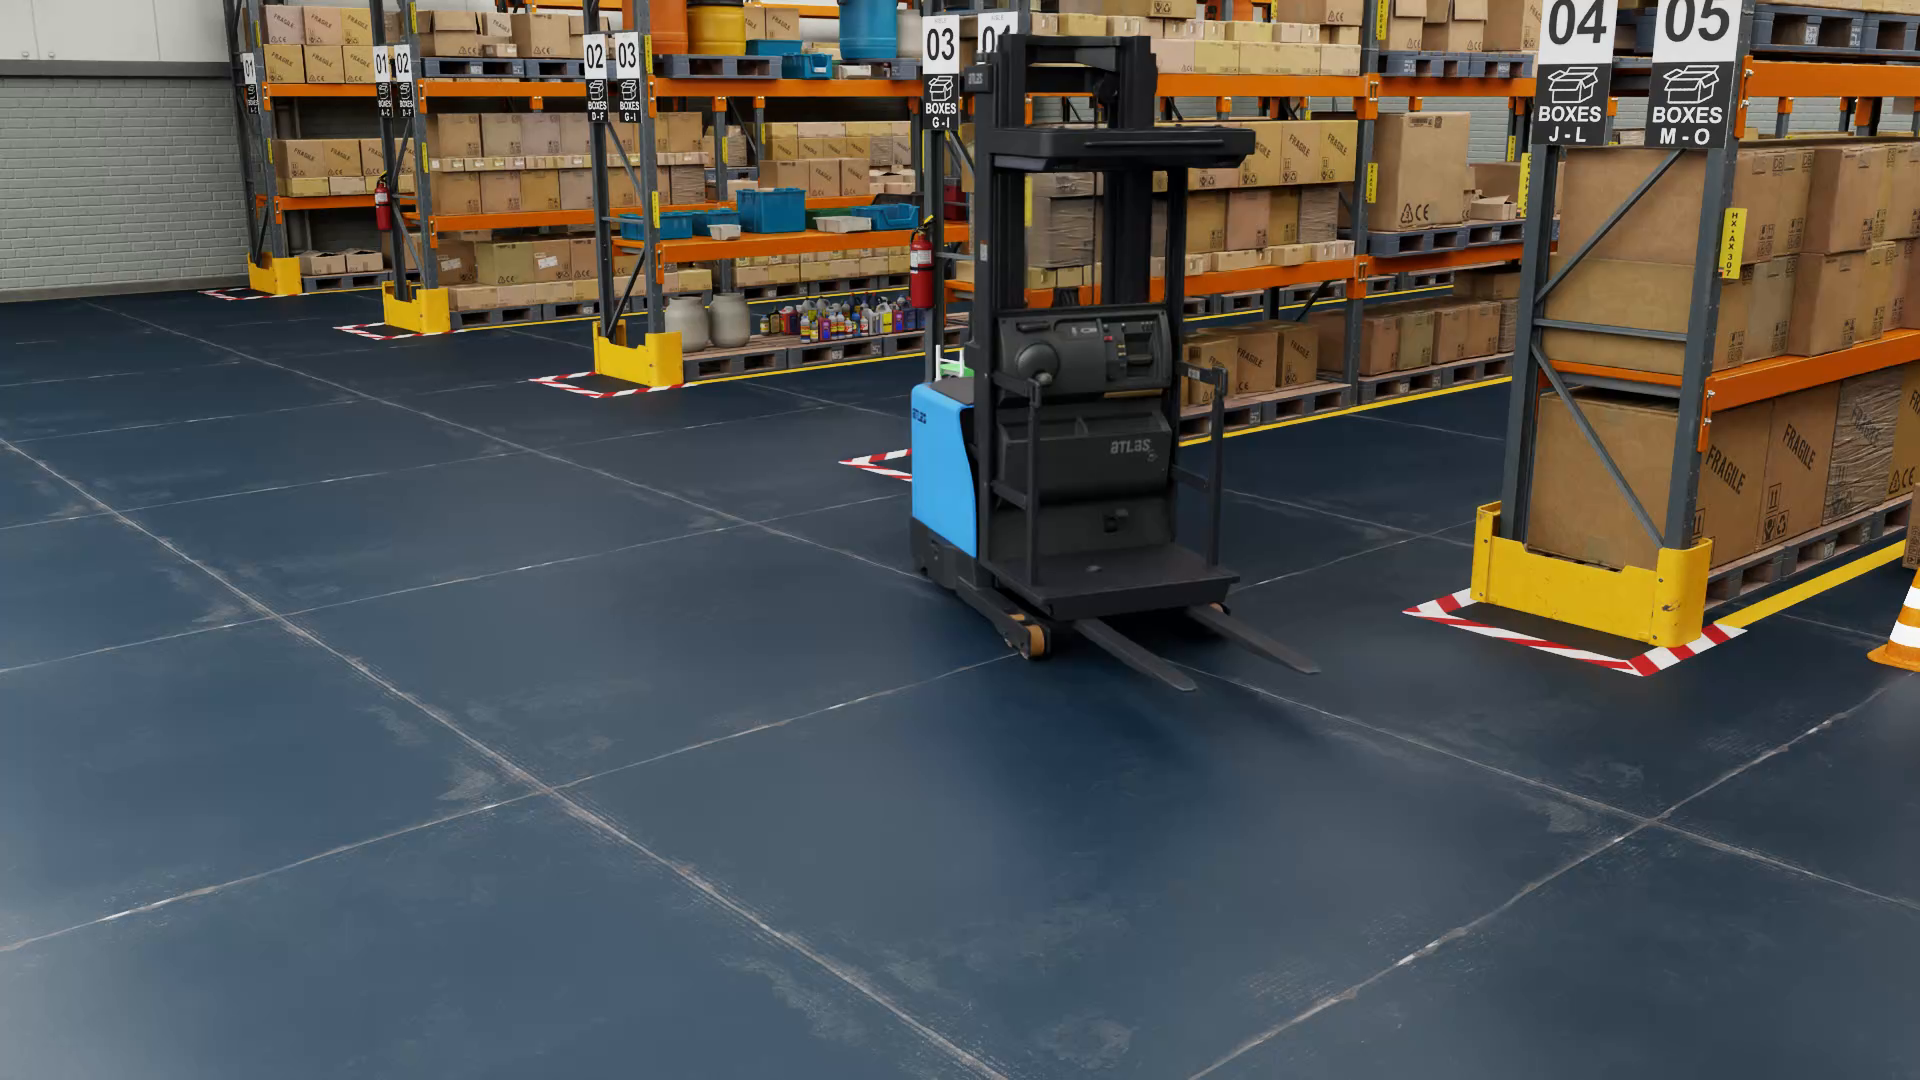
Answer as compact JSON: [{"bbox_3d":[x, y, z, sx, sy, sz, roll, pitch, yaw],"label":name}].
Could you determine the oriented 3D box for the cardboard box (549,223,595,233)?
[{"bbox_3d":[-6.086,-4.739,26.172,0.500,0.500,0.700,-12,19,-38],"label":"cardboard box"}]

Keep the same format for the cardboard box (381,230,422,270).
[{"bbox_3d":[-8.051,-4.245,24.319,0.500,0.500,0.700,-14,21,-43],"label":"cardboard box"}]

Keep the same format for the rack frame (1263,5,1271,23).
[{"bbox_3d":[5.677,-9.574,28.655,0.127,3.000,1.000,-13,19,-39],"label":"rack frame"}]

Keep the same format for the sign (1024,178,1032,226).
[{"bbox_3d":[0.463,-2.349,11.553,0.005,0.325,0.100,-13,19,-39],"label":"sign"}]

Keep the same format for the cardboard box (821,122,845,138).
[{"bbox_3d":[-2.322,-7.051,28.574,0.500,0.250,0.500,-12,19,-39],"label":"cardboard box"}]

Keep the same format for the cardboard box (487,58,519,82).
[{"bbox_3d":[-6.851,-6.980,24.522,0.500,0.500,0.500,-12,19,-38],"label":"cardboard box"}]

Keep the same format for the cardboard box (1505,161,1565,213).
[{"bbox_3d":[5.761,-3.543,16.695,0.500,0.500,0.500,13,20,40],"label":"cardboard box"}]

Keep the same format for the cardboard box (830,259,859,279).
[{"bbox_3d":[-1.749,-3.798,23.170,0.500,0.250,0.500,-12,19,-38],"label":"cardboard box"}]

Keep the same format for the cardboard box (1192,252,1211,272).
[{"bbox_3d":[1.775,-2.220,13.235,0.250,0.149,0.380,-13,19,-39],"label":"cardboard box"}]

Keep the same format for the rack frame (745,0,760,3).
[{"bbox_3d":[-3.613,-9.183,27.190,0.127,3.000,1.000,-13,19,-39],"label":"rack frame"}]

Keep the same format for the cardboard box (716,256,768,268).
[{"bbox_3d":[-2.900,-3.810,22.128,0.500,0.311,0.500,-13,19,-39],"label":"cardboard box"}]

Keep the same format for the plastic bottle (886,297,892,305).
[{"bbox_3d":[-0.811,-2.529,18.315,0.133,0.283,0.061,-13,19,-39],"label":"plastic bottle"}]

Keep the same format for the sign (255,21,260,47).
[{"bbox_3d":[-9.292,-6.695,21.995,0.005,0.325,0.100,-13,19,-39],"label":"sign"}]

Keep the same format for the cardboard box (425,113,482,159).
[{"bbox_3d":[-5.993,-4.726,19.422,0.500,0.500,0.700,-13,19,-39],"label":"cardboard box"}]

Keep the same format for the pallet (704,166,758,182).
[{"bbox_3d":[-4.081,-6.050,27.459,1.003,0.211,1.213,-13,19,-39],"label":"pallet"}]

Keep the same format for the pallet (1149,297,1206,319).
[{"bbox_3d":[2.281,-2.885,20.640,1.213,0.211,1.003,-13,19,-39],"label":"pallet"}]

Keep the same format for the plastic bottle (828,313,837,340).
[{"bbox_3d":[-1.314,-2.199,17.105,0.097,0.271,0.097,0,15,0],"label":"plastic bottle"}]

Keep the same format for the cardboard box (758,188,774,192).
[{"bbox_3d":[-2.573,-4.632,22.264,0.250,0.149,0.380,-13,19,-39],"label":"cardboard box"}]

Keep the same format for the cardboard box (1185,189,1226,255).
[{"bbox_3d":[1.629,-2.583,13.336,0.500,0.500,0.875,-13,19,-39],"label":"cardboard box"}]

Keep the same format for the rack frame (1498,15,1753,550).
[{"bbox_3d":[3.286,-1.053,8.381,0.127,3.000,1.000,-13,19,-39],"label":"rack frame"}]

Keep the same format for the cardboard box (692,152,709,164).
[{"bbox_3d":[-3.440,-4.917,21.394,0.250,0.149,0.380,-13,20,-39],"label":"cardboard box"}]

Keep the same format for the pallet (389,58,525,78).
[{"bbox_3d":[-5.843,-5.486,19.336,1.213,0.211,1.003,-13,19,-39],"label":"pallet"}]

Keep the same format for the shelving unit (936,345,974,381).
[{"bbox_3d":[0.125,-0.608,10.200,0.503,1.200,0.258,-13,19,-39],"label":"shelving unit"}]

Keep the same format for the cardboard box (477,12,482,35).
[{"bbox_3d":[-7.239,-7.364,24.023,0.500,0.500,0.500,-11,19,-36],"label":"cardboard box"}]

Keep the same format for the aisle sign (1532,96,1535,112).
[{"bbox_3d":[8.785,-7.037,25.743,0.004,0.787,0.394,-13,19,-39],"label":"aisle sign"}]

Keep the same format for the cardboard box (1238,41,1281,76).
[{"bbox_3d":[2.170,-3.788,13.099,0.500,0.250,0.500,-13,20,-40],"label":"cardboard box"}]

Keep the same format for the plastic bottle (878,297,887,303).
[{"bbox_3d":[-0.881,-2.546,18.393,0.135,0.276,0.152,-12,19,-37],"label":"plastic bottle"}]

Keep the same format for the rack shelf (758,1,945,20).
[{"bbox_3d":[-2.104,-8.981,28.602,4.000,0.370,1.077,-13,19,-39],"label":"rack shelf"}]

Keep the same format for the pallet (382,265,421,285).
[{"bbox_3d":[-8.035,-3.931,24.557,1.213,0.211,1.003,-13,19,-39],"label":"pallet"}]

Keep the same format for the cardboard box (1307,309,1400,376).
[{"bbox_3d":[3.602,-1.818,15.236,0.700,0.500,0.500,14,21,43],"label":"cardboard box"}]

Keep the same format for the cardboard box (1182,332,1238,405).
[{"bbox_3d":[1.952,-1.430,13.821,0.500,0.500,0.500,14,20,42],"label":"cardboard box"}]

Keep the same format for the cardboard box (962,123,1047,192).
[{"bbox_3d":[0.359,-2.852,12.408,0.500,0.500,0.500,-13,19,-39],"label":"cardboard box"}]

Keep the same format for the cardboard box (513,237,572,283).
[{"bbox_3d":[-5.098,-3.422,20.309,0.500,0.500,0.500,-13,19,-39],"label":"cardboard box"}]

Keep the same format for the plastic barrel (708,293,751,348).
[{"bbox_3d":[-2.320,-2.212,16.727,0.421,0.512,0.421,0,15,0],"label":"plastic barrel"}]

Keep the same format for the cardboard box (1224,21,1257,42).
[{"bbox_3d":[2.078,-3.947,12.921,0.250,0.149,0.380,-12,19,-37],"label":"cardboard box"}]

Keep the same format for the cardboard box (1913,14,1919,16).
[{"bbox_3d":[5.088,-2.927,9.063,0.250,0.149,0.380,-13,20,-40],"label":"cardboard box"}]

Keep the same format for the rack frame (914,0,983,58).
[{"bbox_3d":[-0.127,-6.576,17.432,0.127,3.000,1.000,-13,19,-39],"label":"rack frame"}]

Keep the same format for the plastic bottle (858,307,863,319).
[{"bbox_3d":[-1.008,-2.319,17.532,0.133,0.283,0.061,-13,19,-39],"label":"plastic bottle"}]

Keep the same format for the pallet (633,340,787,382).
[{"bbox_3d":[-2.502,-1.812,16.623,1.213,0.211,1.003,-13,19,-39],"label":"pallet"}]

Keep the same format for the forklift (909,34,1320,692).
[{"bbox_3d":[0.713,-0.960,8.164,1.130,2.935,3.031,-6,16,-20],"label":"forklift"}]

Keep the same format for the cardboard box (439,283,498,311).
[{"bbox_3d":[-5.843,-2.887,19.761,0.500,0.250,0.500,-13,19,-39],"label":"cardboard box"}]

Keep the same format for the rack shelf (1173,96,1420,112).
[{"bbox_3d":[4.399,-5.796,21.717,4.000,0.370,1.077,-13,19,-39],"label":"rack shelf"}]

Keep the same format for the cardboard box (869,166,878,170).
[{"bbox_3d":[-1.652,-6.531,29.336,0.250,0.149,0.380,-13,20,-41],"label":"cardboard box"}]

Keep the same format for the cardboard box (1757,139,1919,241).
[{"bbox_3d":[5.167,-2.089,9.874,0.550,0.550,0.875,-13,19,-39],"label":"cardboard box"}]

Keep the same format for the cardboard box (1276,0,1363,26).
[{"bbox_3d":[2.952,-4.470,13.622,0.500,0.500,0.500,-13,20,-41],"label":"cardboard box"}]

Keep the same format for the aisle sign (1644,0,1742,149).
[{"bbox_3d":[3.430,-2.239,7.782,0.004,0.787,0.394,-13,19,-39],"label":"aisle sign"}]

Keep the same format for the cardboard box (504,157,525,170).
[{"bbox_3d":[-5.378,-4.481,19.762,0.250,0.149,0.380,-13,20,-40],"label":"cardboard box"}]

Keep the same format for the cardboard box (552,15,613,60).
[{"bbox_3d":[-4.701,-6.158,20.394,0.637,0.503,0.797,-10,18,-33],"label":"cardboard box"}]

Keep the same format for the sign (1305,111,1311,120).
[{"bbox_3d":[6.026,-7.276,28.822,0.005,0.325,0.100,-13,19,-39],"label":"sign"}]

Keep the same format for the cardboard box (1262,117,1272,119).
[{"bbox_3d":[5.141,-6.992,28.484,0.500,0.500,0.500,-12,19,-38],"label":"cardboard box"}]

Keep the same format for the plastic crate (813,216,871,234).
[{"bbox_3d":[-1.186,-3.226,17.026,0.437,0.136,0.530,-13,19,-39],"label":"plastic crate"}]

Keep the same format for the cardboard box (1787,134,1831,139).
[{"bbox_3d":[10.065,-4.616,19.978,0.500,0.500,0.500,-13,19,-39],"label":"cardboard box"}]
